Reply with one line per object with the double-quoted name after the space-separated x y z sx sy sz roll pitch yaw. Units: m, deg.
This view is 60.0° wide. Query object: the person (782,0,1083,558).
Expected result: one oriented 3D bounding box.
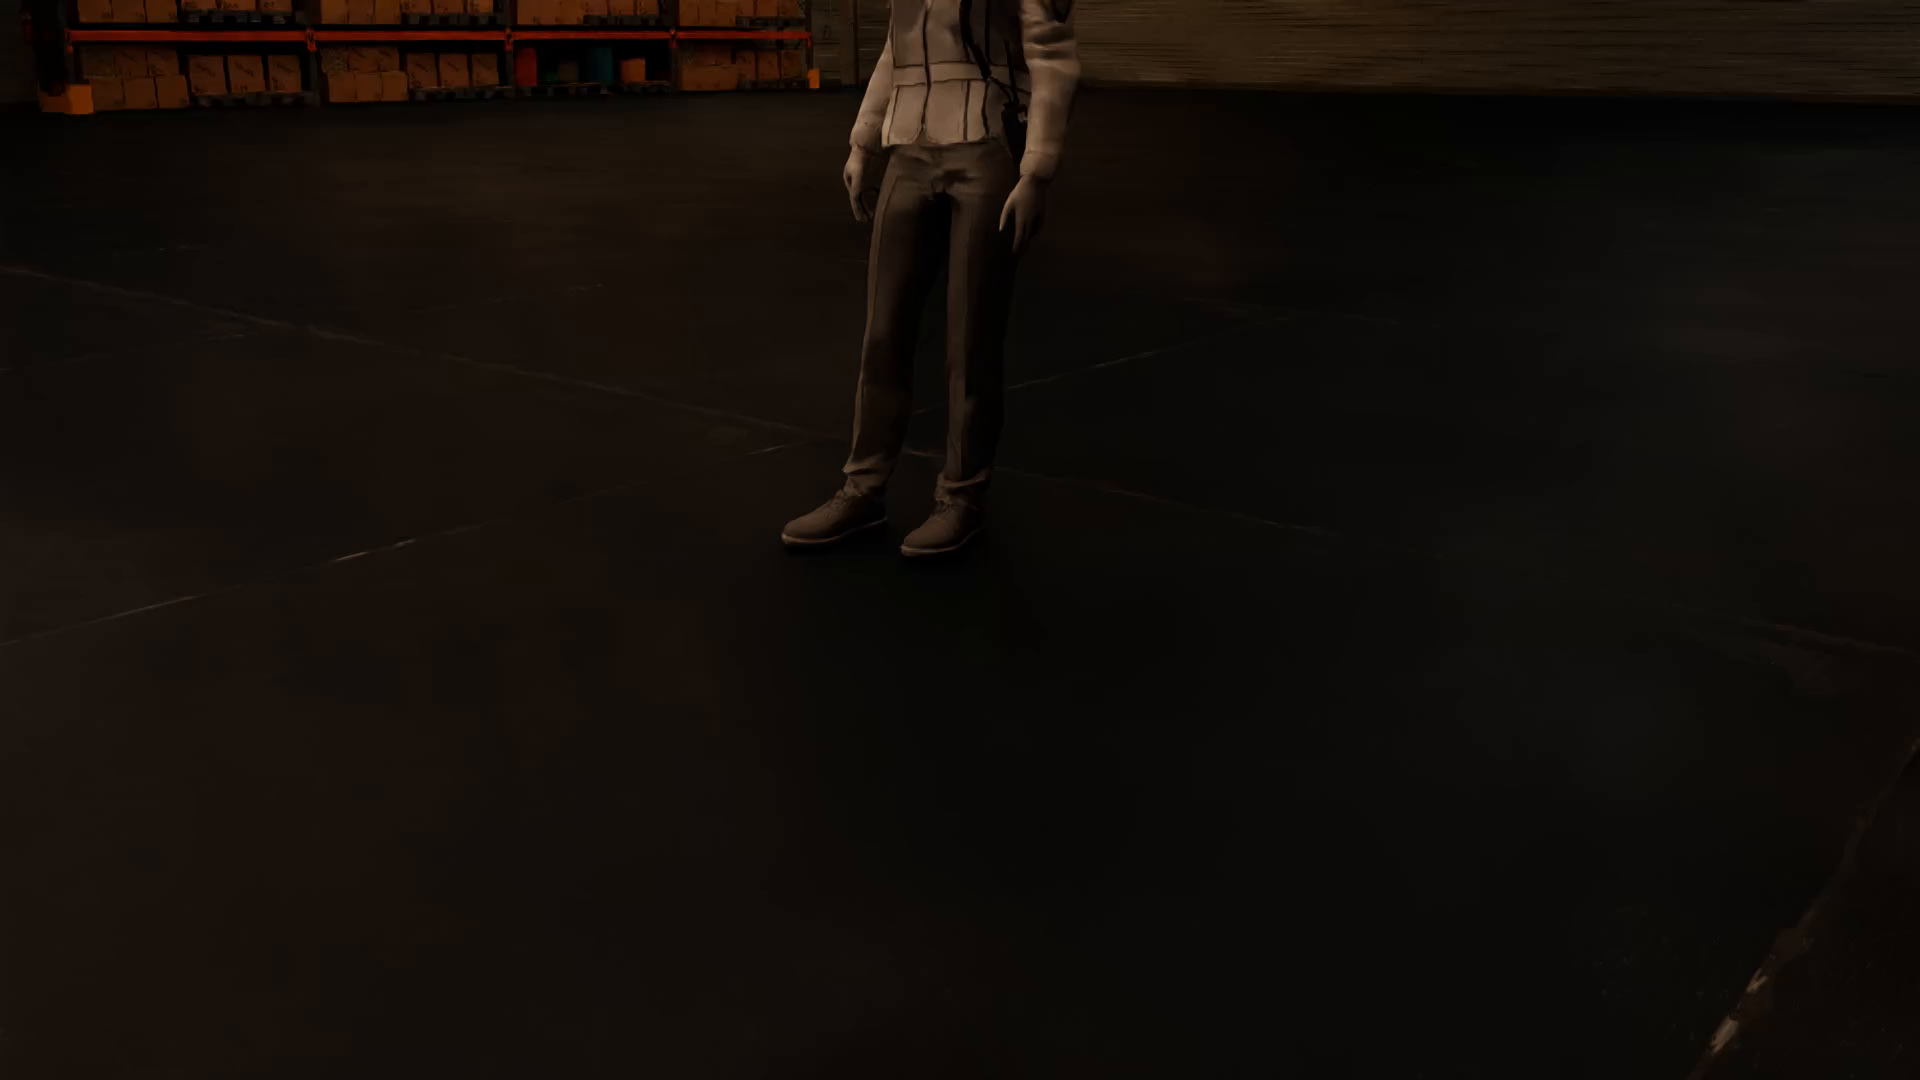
-0.049 -0.804 3.648 0.586 1.695 0.533 13 21 37 "person"
